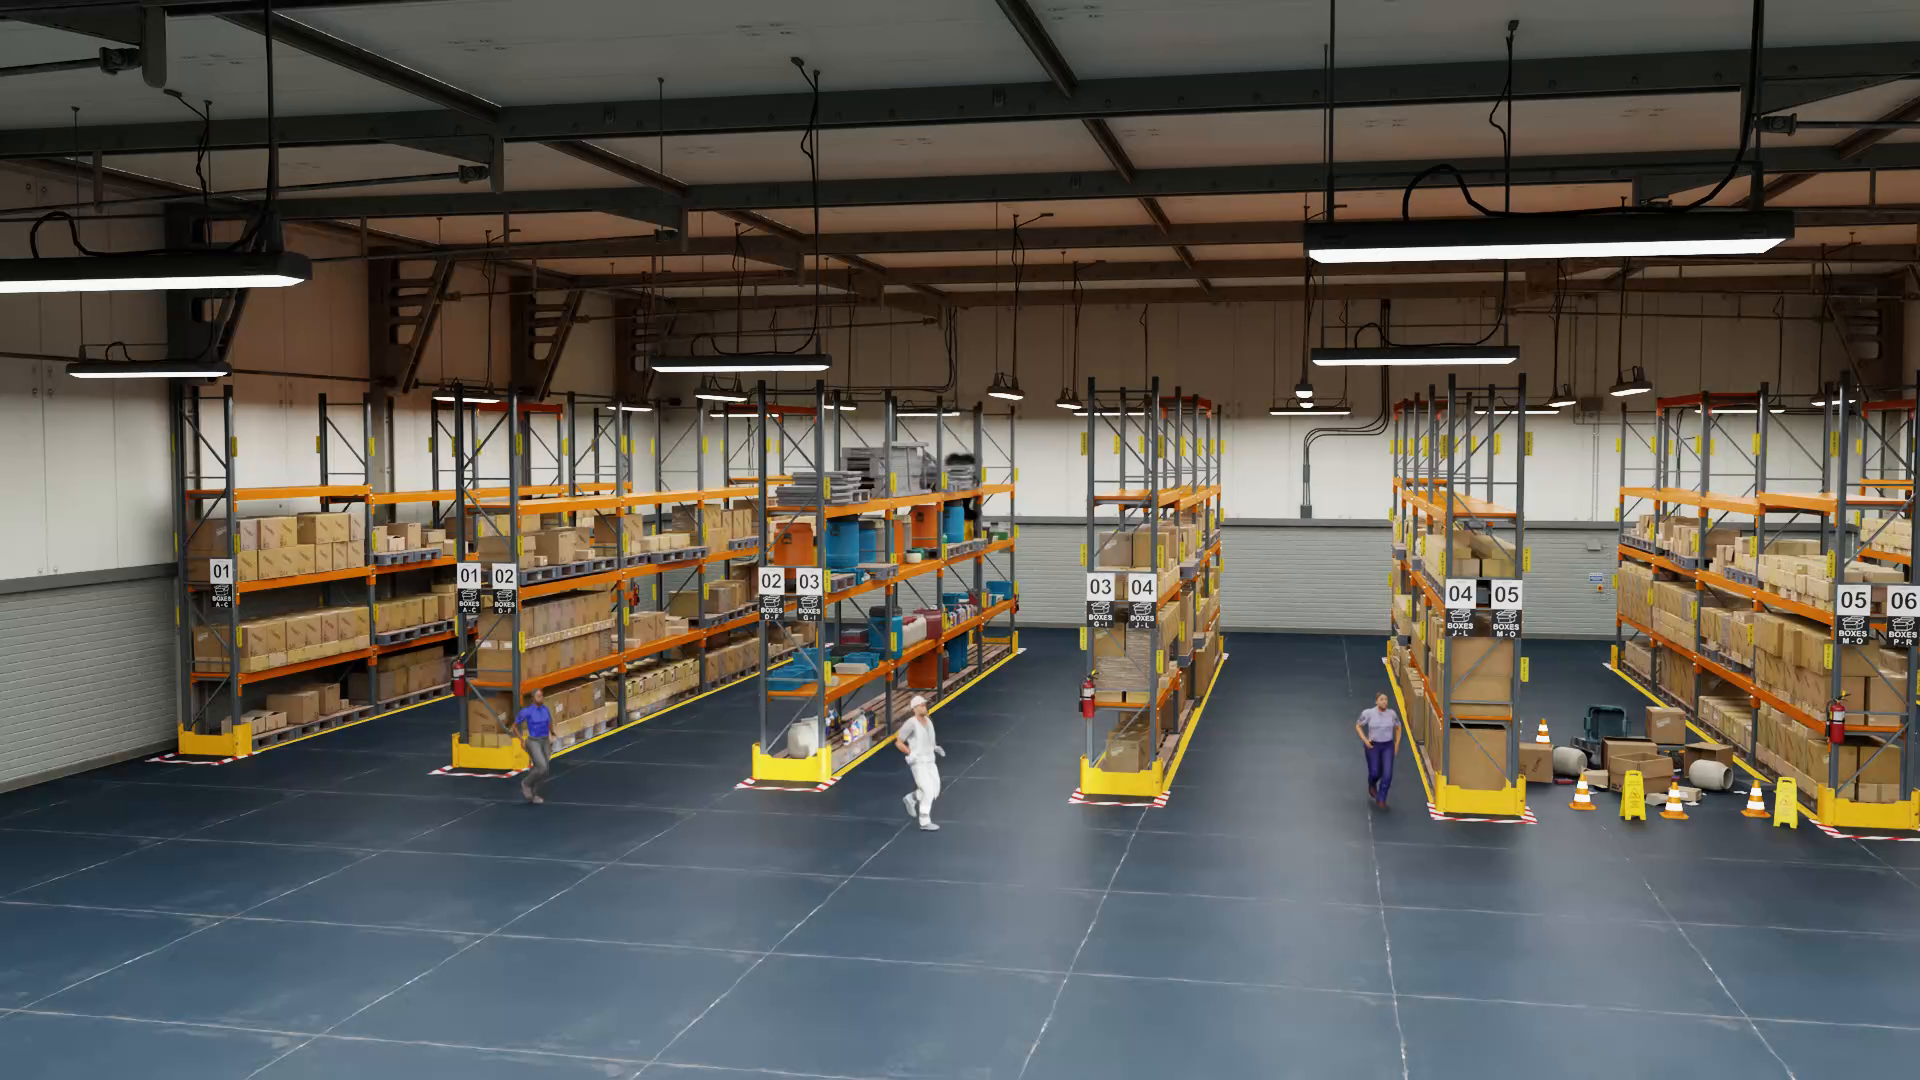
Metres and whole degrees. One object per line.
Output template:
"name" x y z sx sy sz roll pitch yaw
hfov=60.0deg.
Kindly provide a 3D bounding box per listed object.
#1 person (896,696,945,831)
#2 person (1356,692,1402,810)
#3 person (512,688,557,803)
"person" -0.541 2.911 21.798 0.690 1.741 0.658 3 4 40
"person" 5.843 2.923 23.161 0.638 1.621 0.532 0 3 3
"person" -5.880 2.886 23.279 0.574 1.614 0.566 2 4 35
